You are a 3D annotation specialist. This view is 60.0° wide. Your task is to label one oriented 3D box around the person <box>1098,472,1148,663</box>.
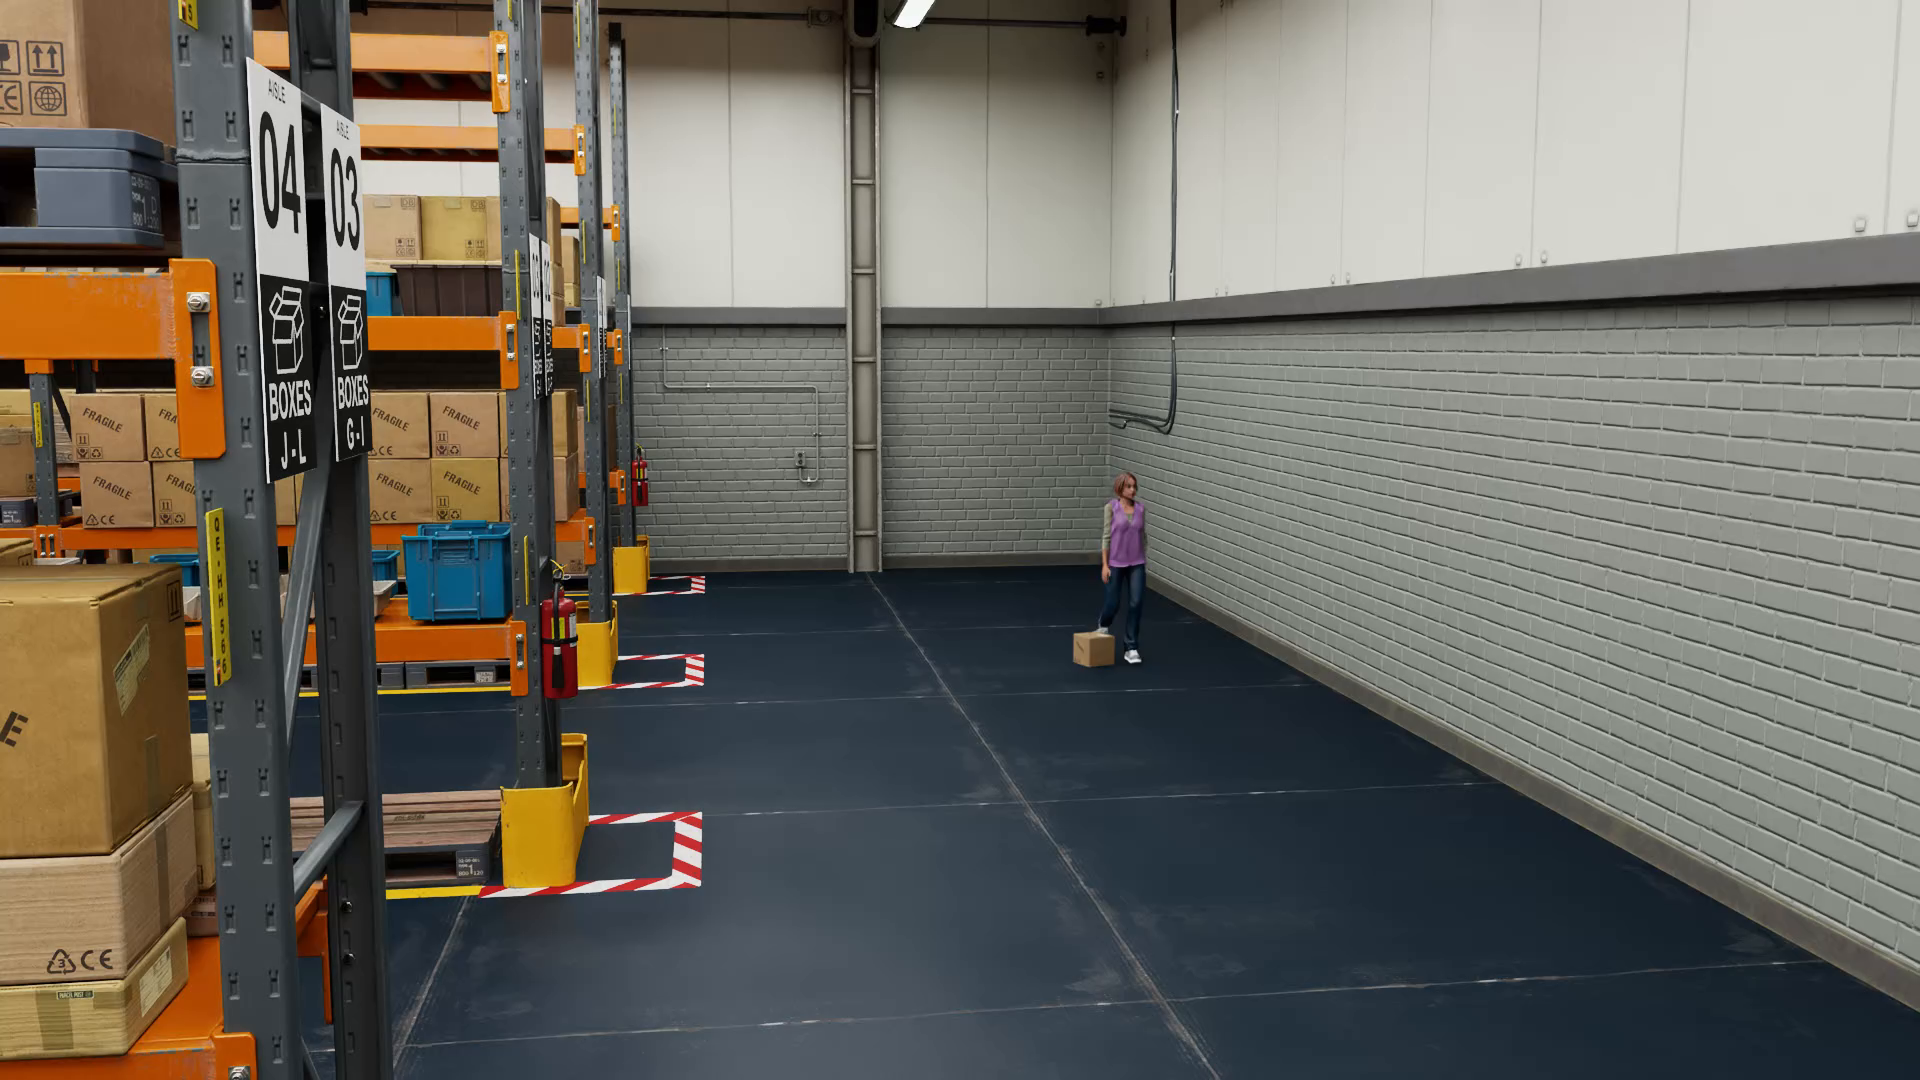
[{"bbox_3d":[1.376,0.223,14.020,0.421,1.566,0.646,-1,7,-9],"label":"person"}]
